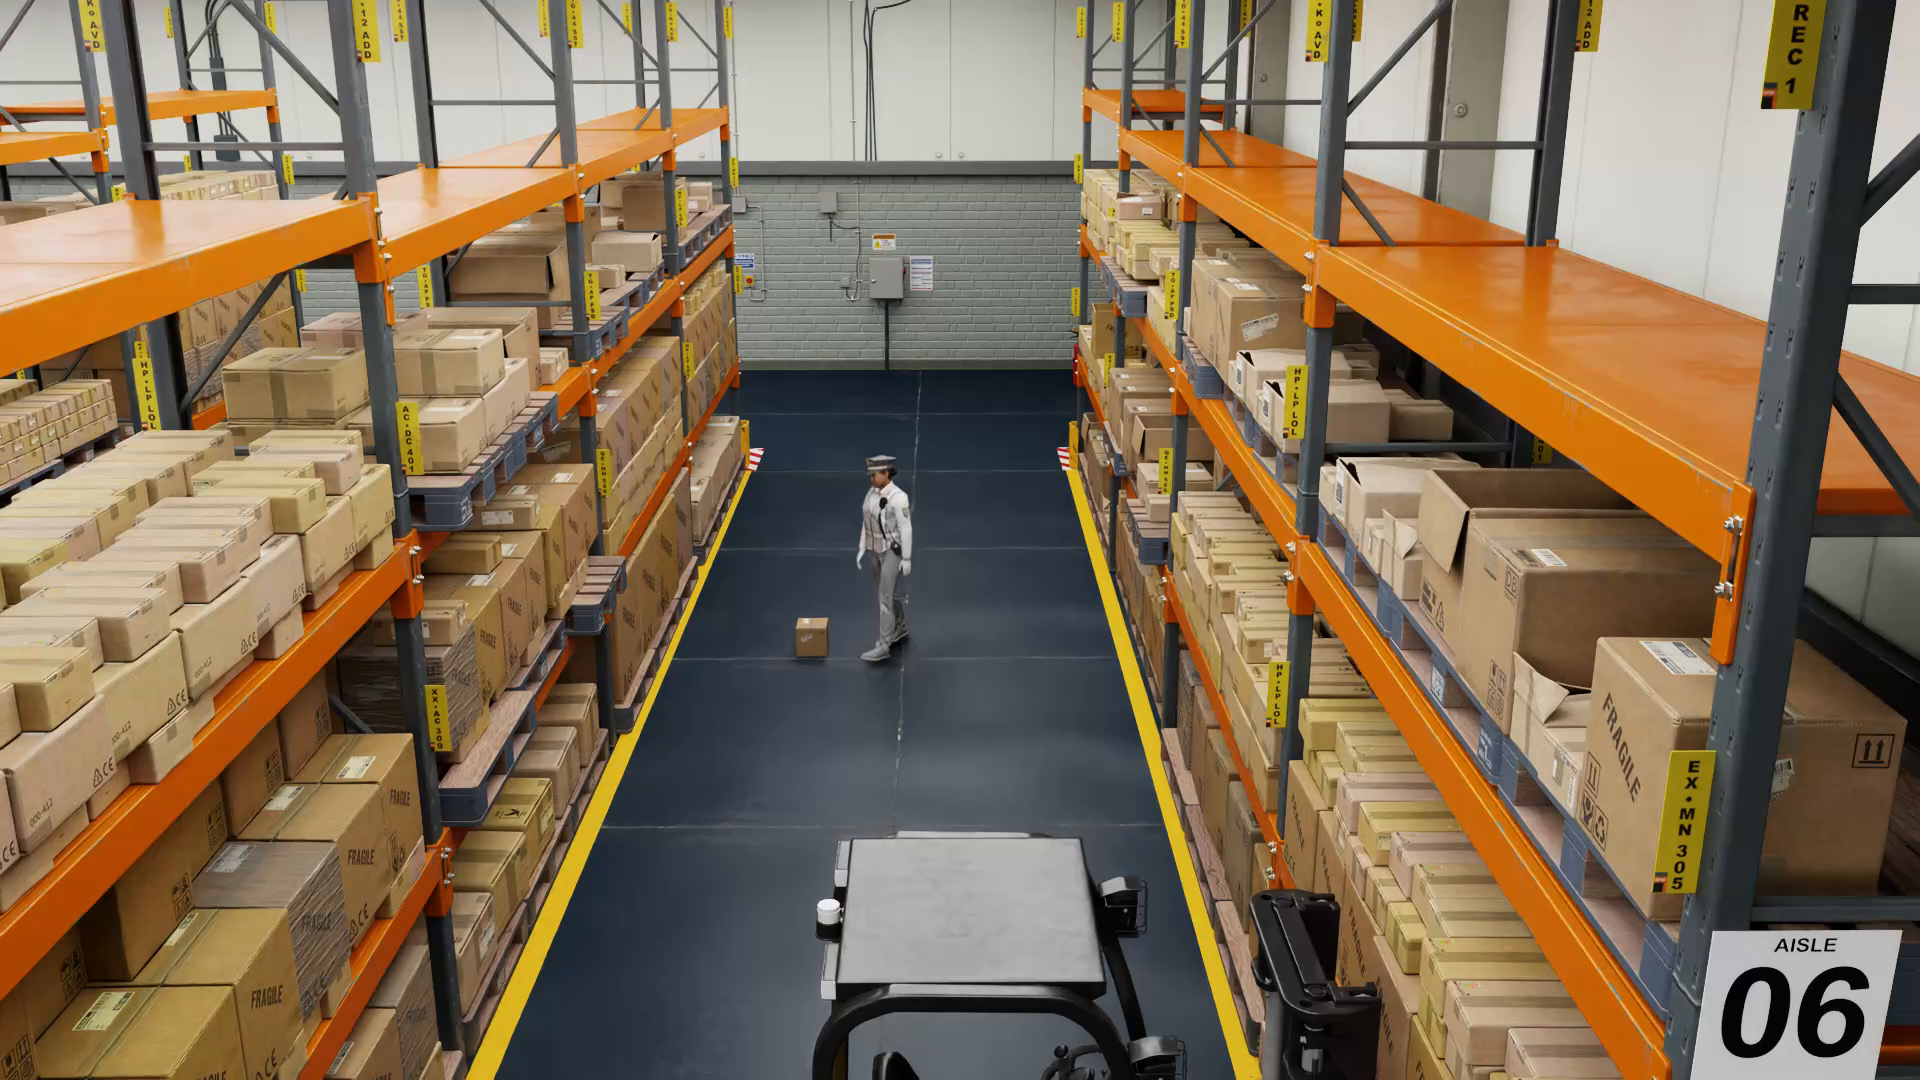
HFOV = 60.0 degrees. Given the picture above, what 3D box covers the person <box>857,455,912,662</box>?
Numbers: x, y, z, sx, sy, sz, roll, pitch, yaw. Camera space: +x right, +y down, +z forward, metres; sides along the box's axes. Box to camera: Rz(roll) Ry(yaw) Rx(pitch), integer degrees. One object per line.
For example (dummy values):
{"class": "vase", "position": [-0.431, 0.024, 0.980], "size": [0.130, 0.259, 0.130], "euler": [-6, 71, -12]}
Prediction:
{"class": "person", "position": [-0.643, 0.120, 13.614], "size": [0.699, 1.637, 0.520], "euler": [-13, 21, -36]}
